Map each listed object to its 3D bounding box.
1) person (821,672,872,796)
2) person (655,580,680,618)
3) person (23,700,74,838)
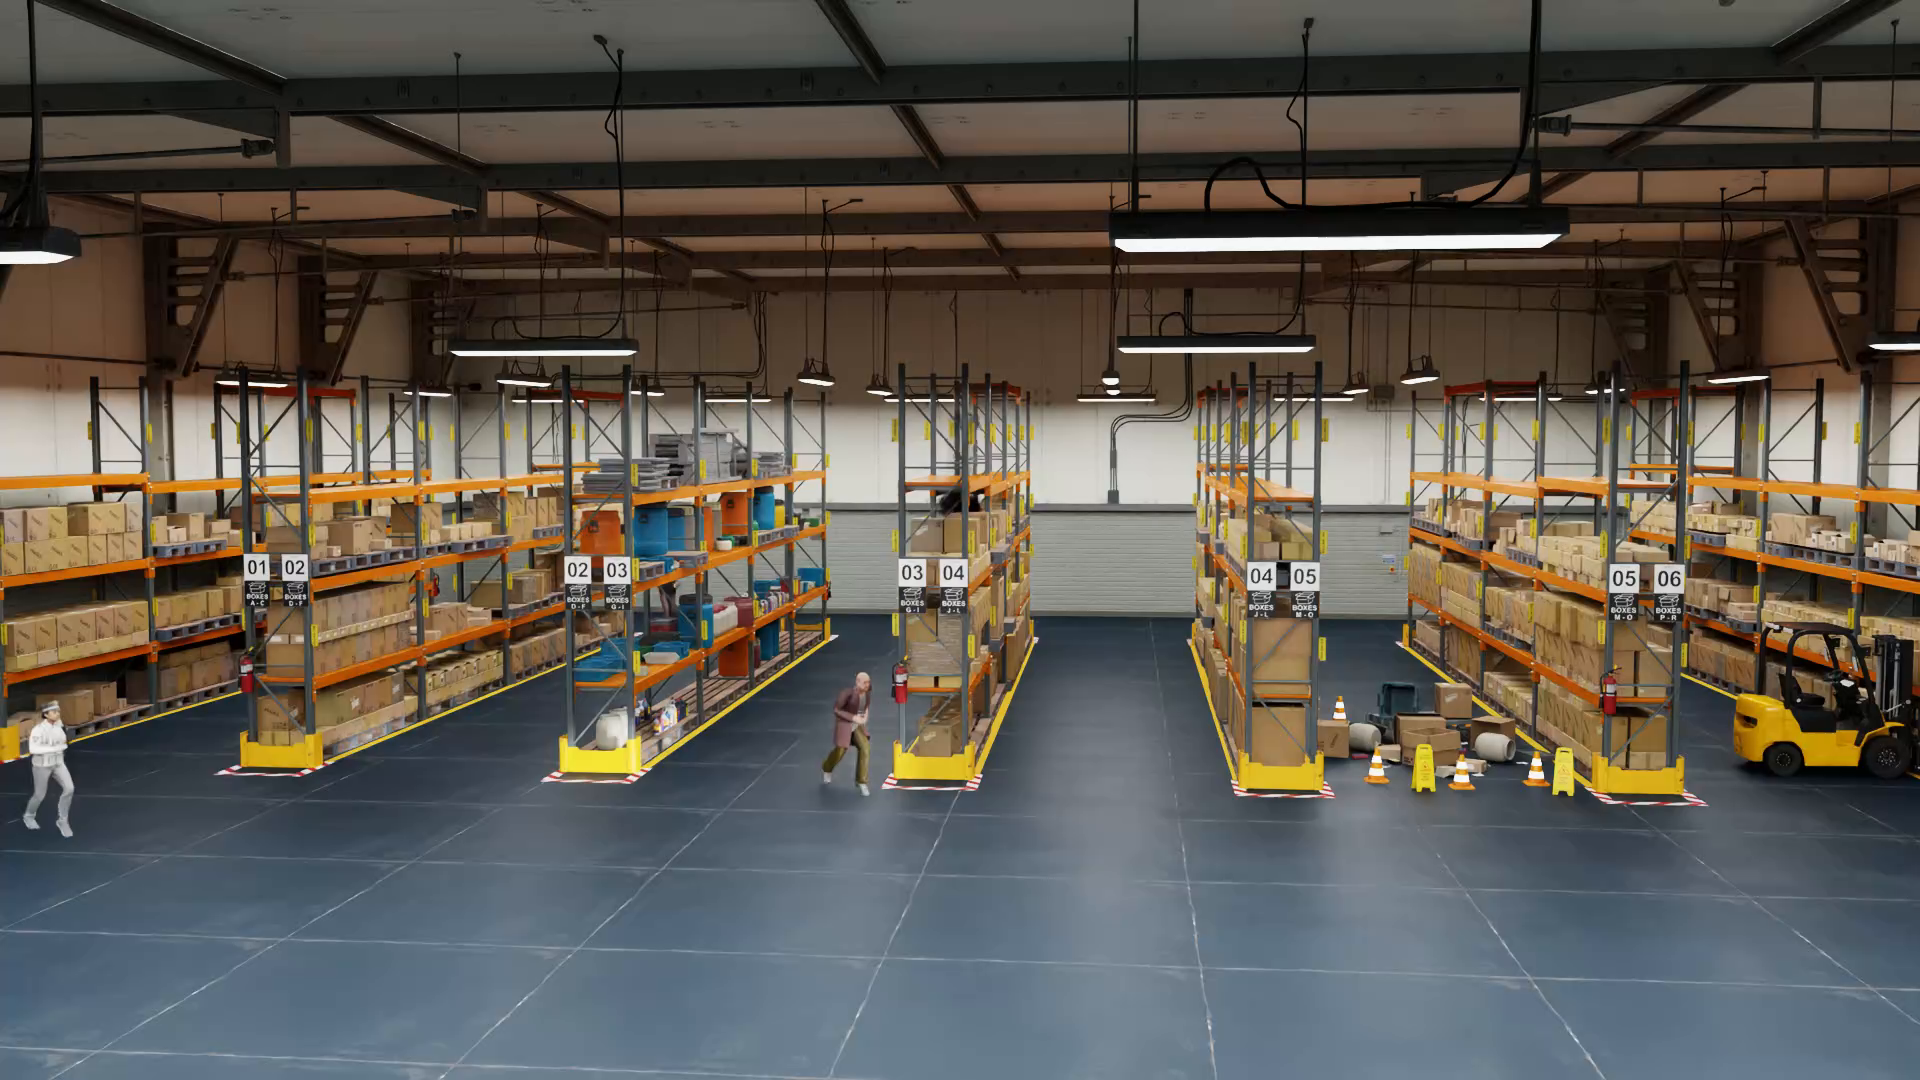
[{"bbox_3d":[-1.602,2.683,23.336,0.753,1.745,1.054,-4,5,-44],"label":"person"},{"bbox_3d":[-7.527,1.418,42.721,0.669,1.693,0.830,-1,4,-21],"label":"person"},{"bbox_3d":[-11.377,2.839,20.714,0.828,1.727,0.637,1,4,21],"label":"person"}]
